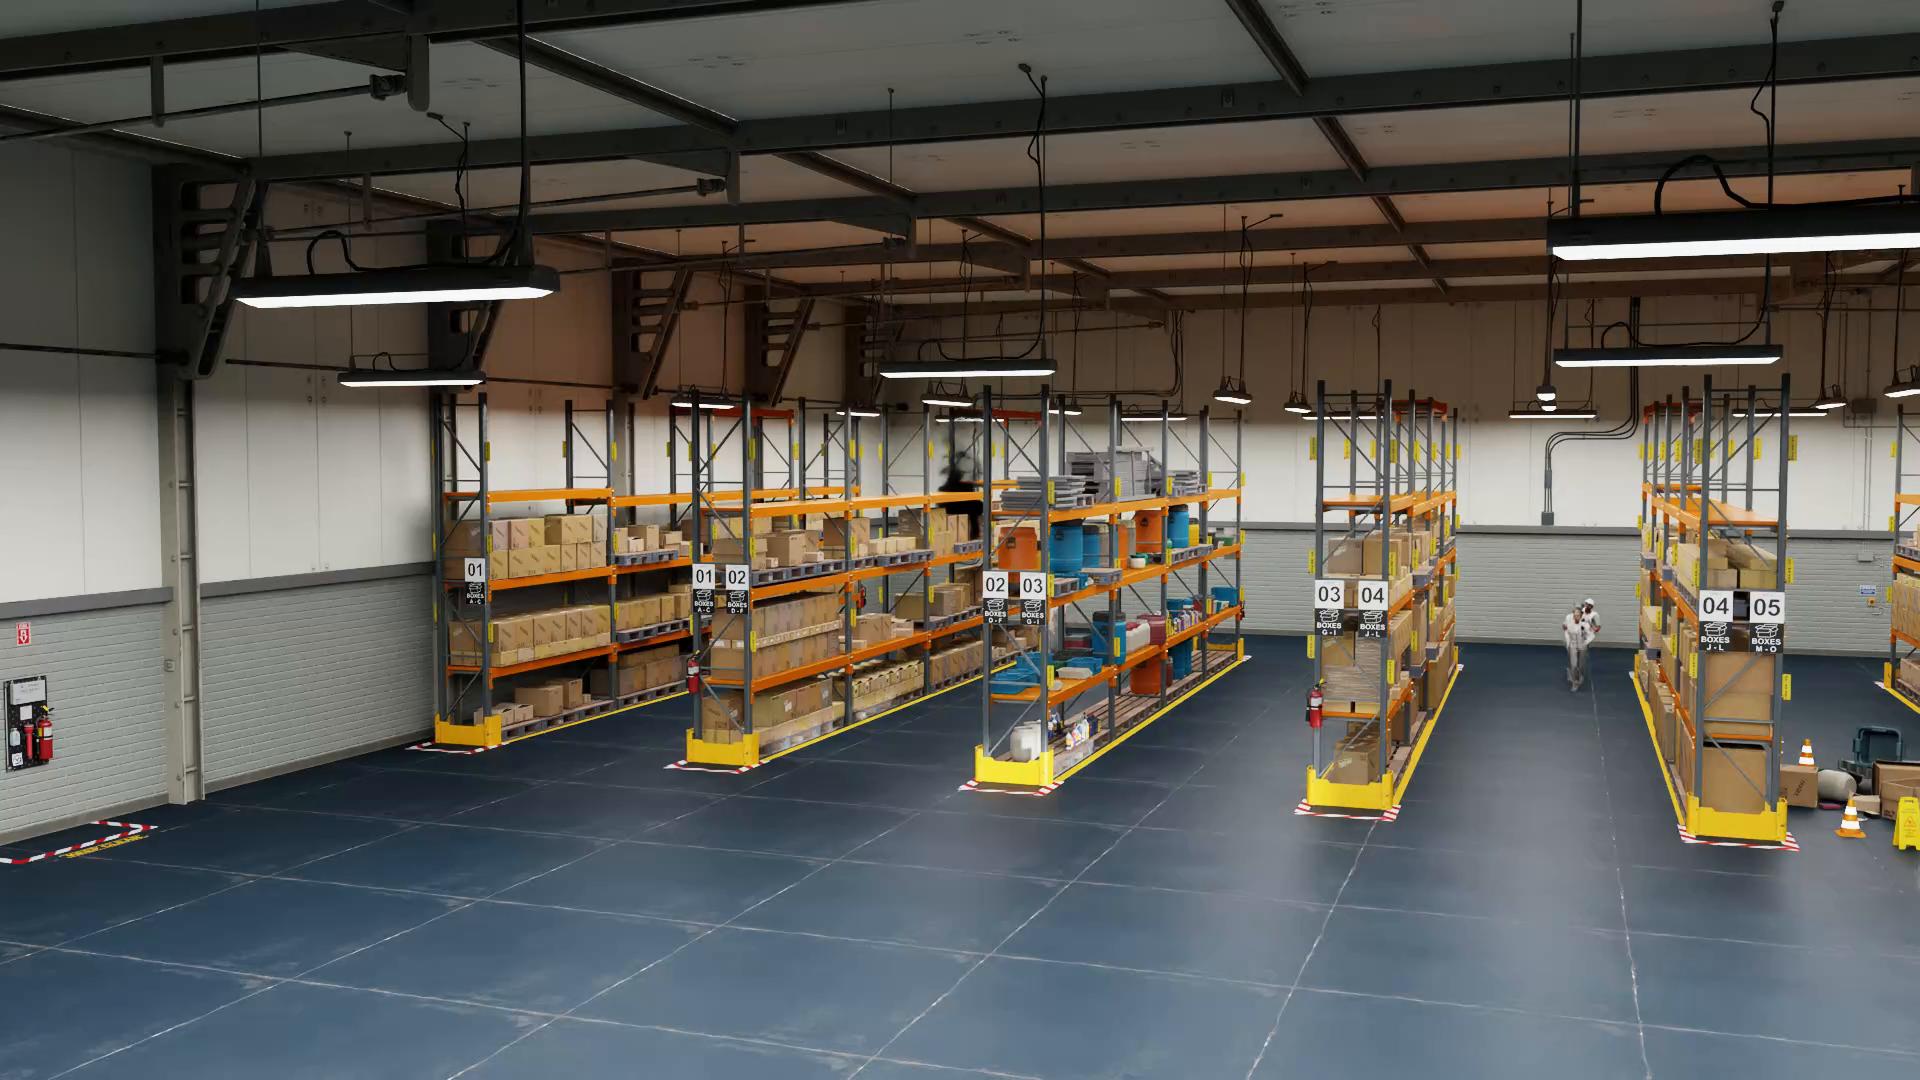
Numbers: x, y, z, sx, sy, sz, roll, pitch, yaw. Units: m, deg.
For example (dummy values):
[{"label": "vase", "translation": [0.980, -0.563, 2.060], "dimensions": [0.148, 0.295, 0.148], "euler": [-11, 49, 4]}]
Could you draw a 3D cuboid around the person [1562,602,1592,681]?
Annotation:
[{"label": "person", "translation": [13.551, 2.219, 36.561], "dimensions": [0.583, 1.753, 0.740], "euler": [2, 4, 32]}]

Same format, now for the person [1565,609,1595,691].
[{"label": "person", "translation": [13.048, 2.303, 35.029], "dimensions": [0.613, 1.723, 0.780], "euler": [2, 3, 29]}]

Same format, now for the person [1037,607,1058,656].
[{"label": "person", "translation": [1.908, 1.932, 36.014], "dimensions": [0.669, 1.784, 0.555], "euler": [1, 3, 14]}]

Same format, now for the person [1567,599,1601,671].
[{"label": "person", "translation": [14.177, 2.155, 37.742], "dimensions": [0.751, 1.682, 0.750], "euler": [2, 4, 35]}]
